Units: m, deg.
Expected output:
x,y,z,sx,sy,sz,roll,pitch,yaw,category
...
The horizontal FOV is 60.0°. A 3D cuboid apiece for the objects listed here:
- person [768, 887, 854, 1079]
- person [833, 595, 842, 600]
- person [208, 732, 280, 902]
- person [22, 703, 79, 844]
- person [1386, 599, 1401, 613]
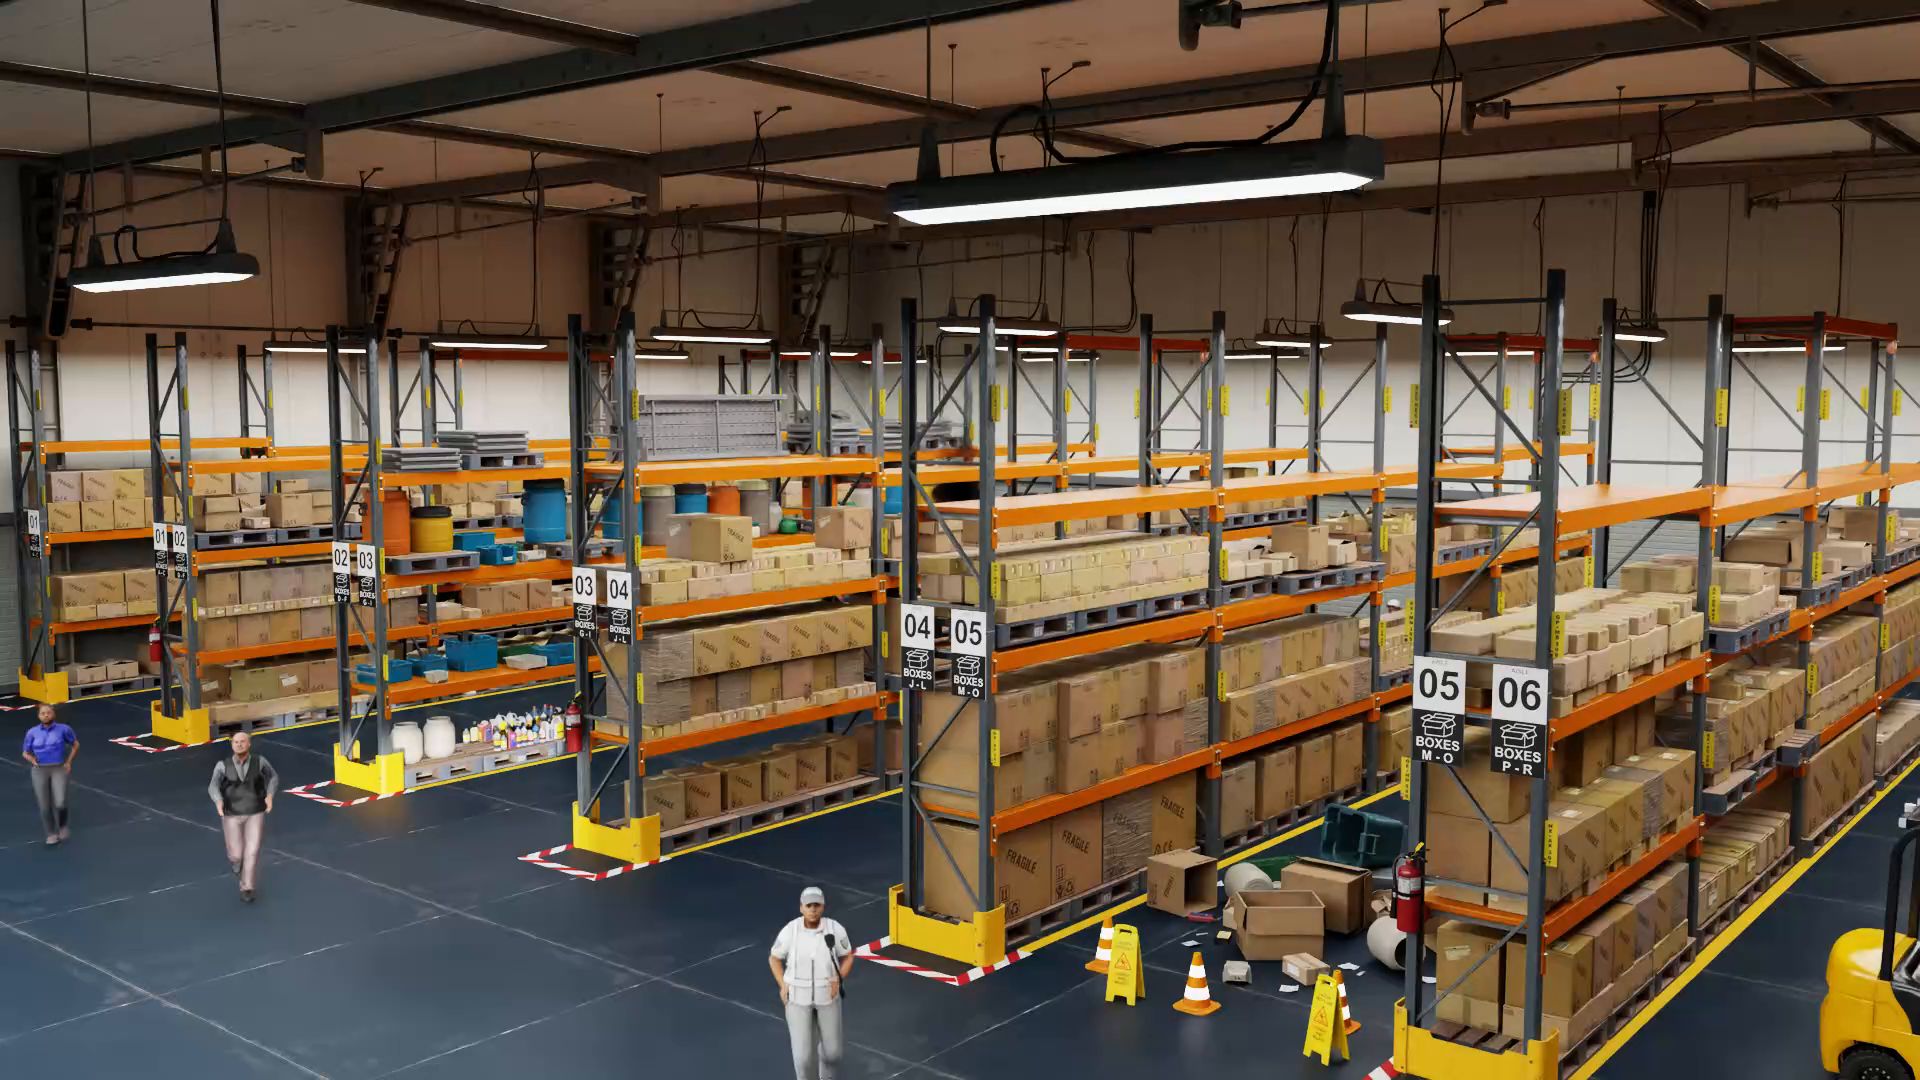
x,y,z,sx,sy,sz,roll,pitch,yaw,category
-1.067,3.284,11.955,0.612,1.620,0.664,-1,5,-8,person
-2.571,1.389,32.229,0.669,1.761,0.876,3,6,30,person
-7.318,2.808,17.029,0.676,1.683,0.808,-2,6,-23,person
-10.298,2.660,18.808,0.541,1.613,0.551,-2,6,-24,person
7.066,1.859,26.897,0.698,1.829,0.921,5,7,42,person
